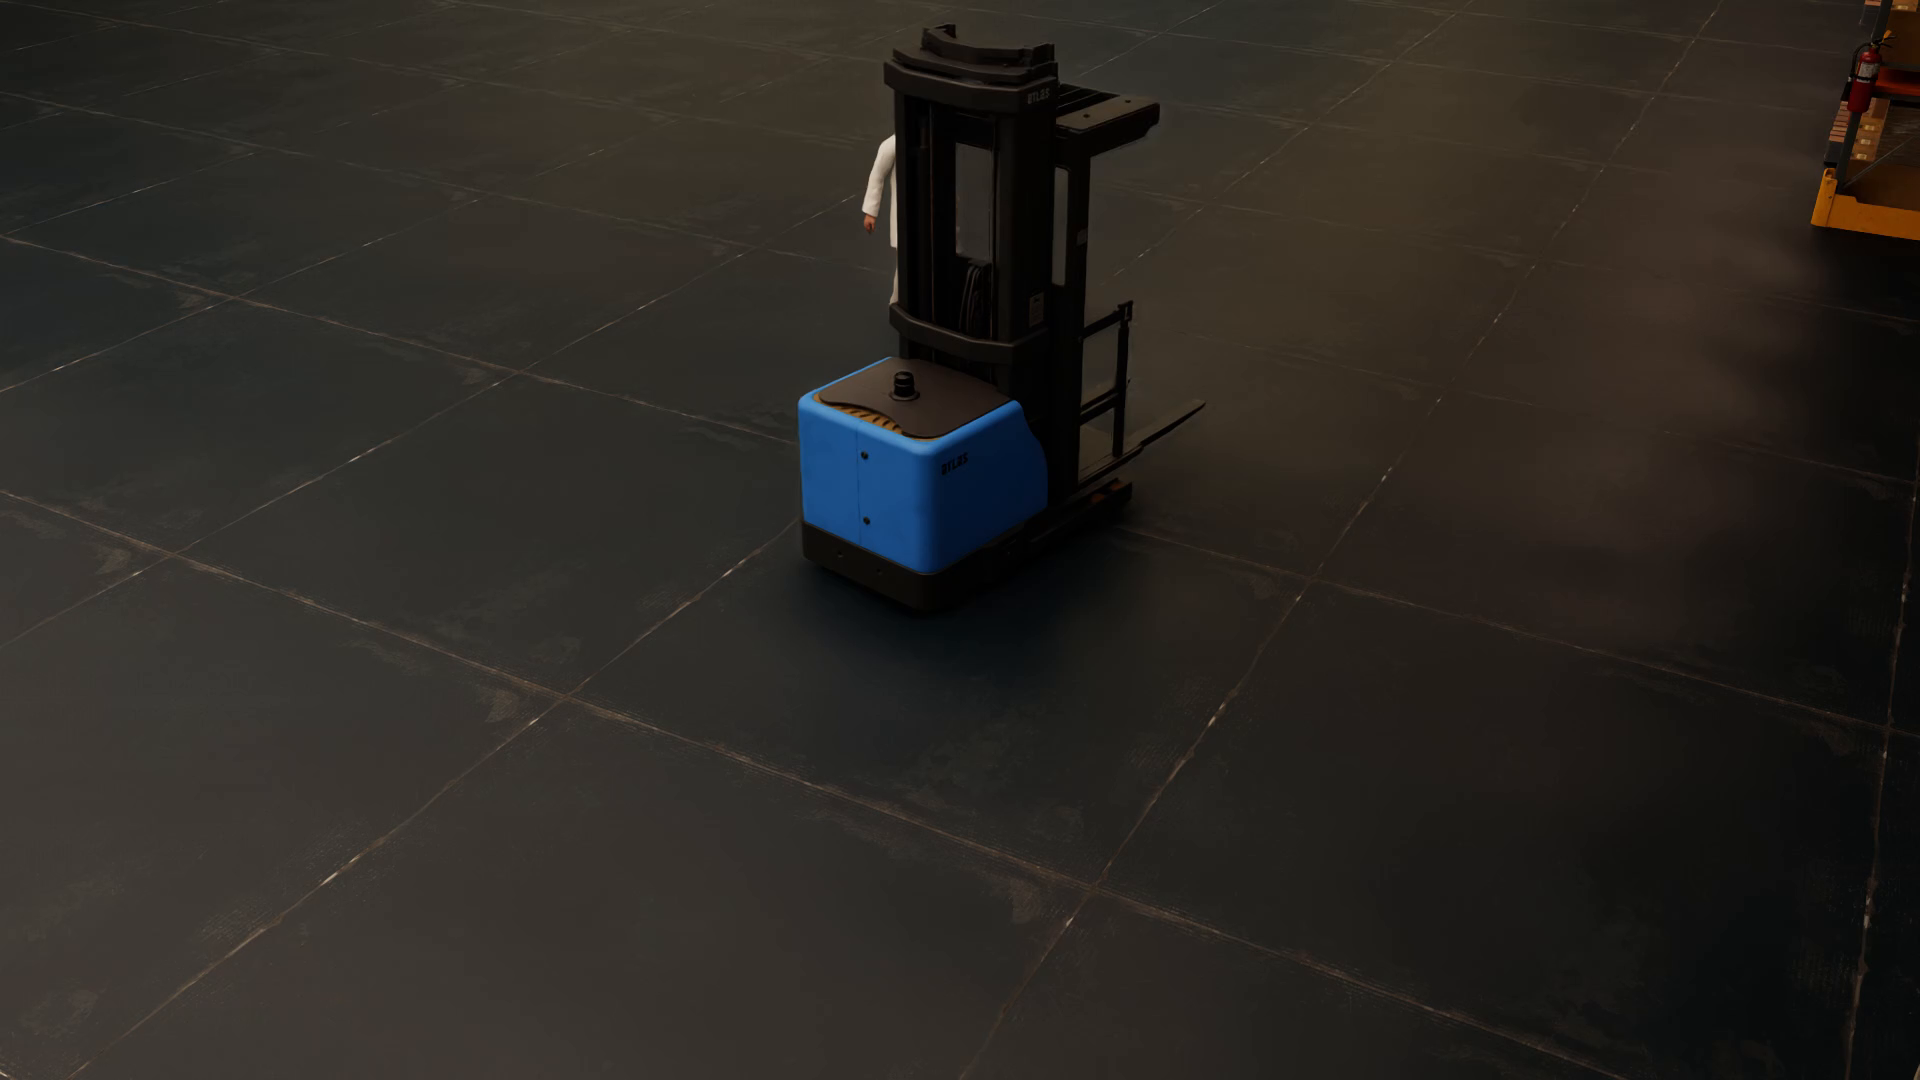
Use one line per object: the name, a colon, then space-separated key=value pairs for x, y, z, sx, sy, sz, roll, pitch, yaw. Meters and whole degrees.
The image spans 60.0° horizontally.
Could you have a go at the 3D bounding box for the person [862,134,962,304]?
person: x=-0.292 y=-2.485 z=12.578 sx=0.914 sy=1.748 sz=0.448 roll=-17 pitch=34 yaw=-27

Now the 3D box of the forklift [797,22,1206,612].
forklift: x=0.415 y=-1.536 z=9.732 sx=1.130 sy=2.935 sz=3.031 roll=23 pitch=37 yaw=34
